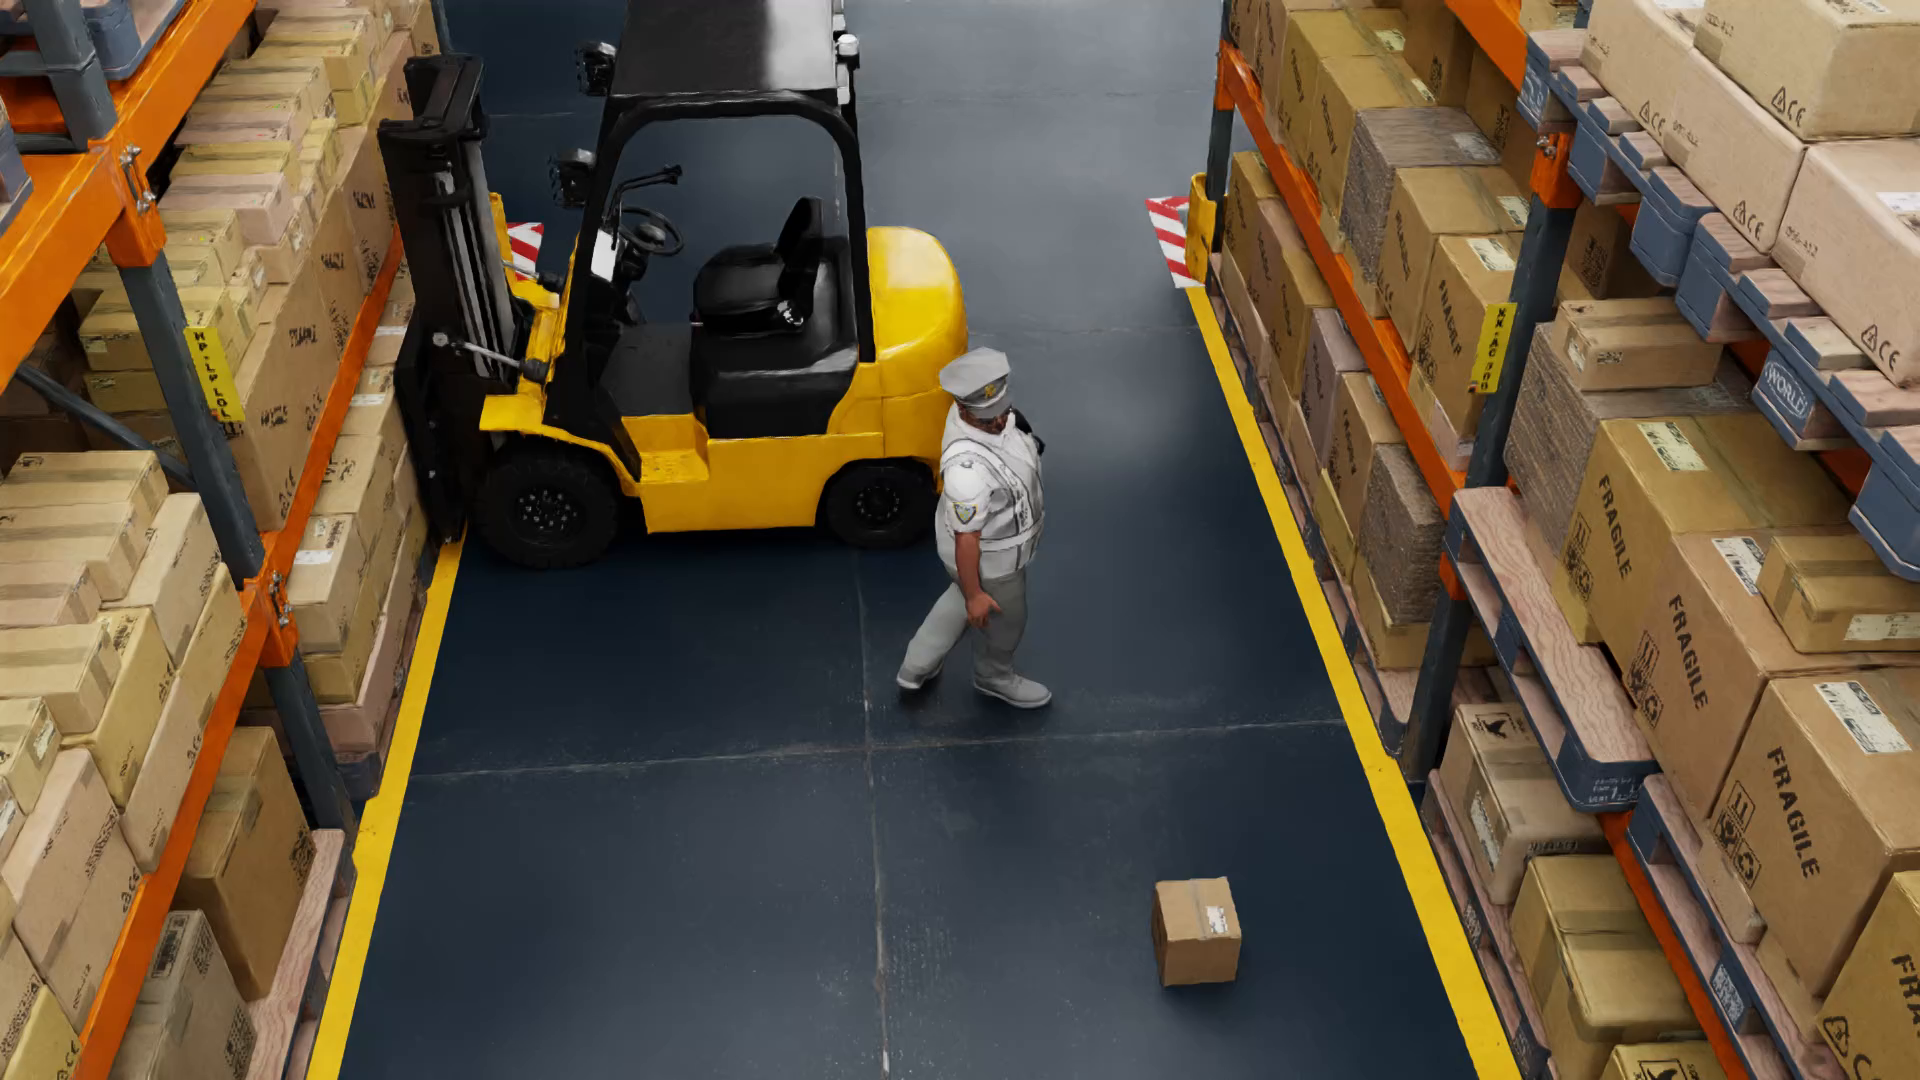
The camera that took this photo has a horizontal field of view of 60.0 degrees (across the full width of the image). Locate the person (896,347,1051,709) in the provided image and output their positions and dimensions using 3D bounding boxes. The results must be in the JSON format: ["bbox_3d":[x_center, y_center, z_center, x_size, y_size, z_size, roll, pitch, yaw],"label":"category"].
[{"bbox_3d":[0.057,0.006,6.165,0.622,1.705,0.597,-2,39,-2],"label":"person"}]
